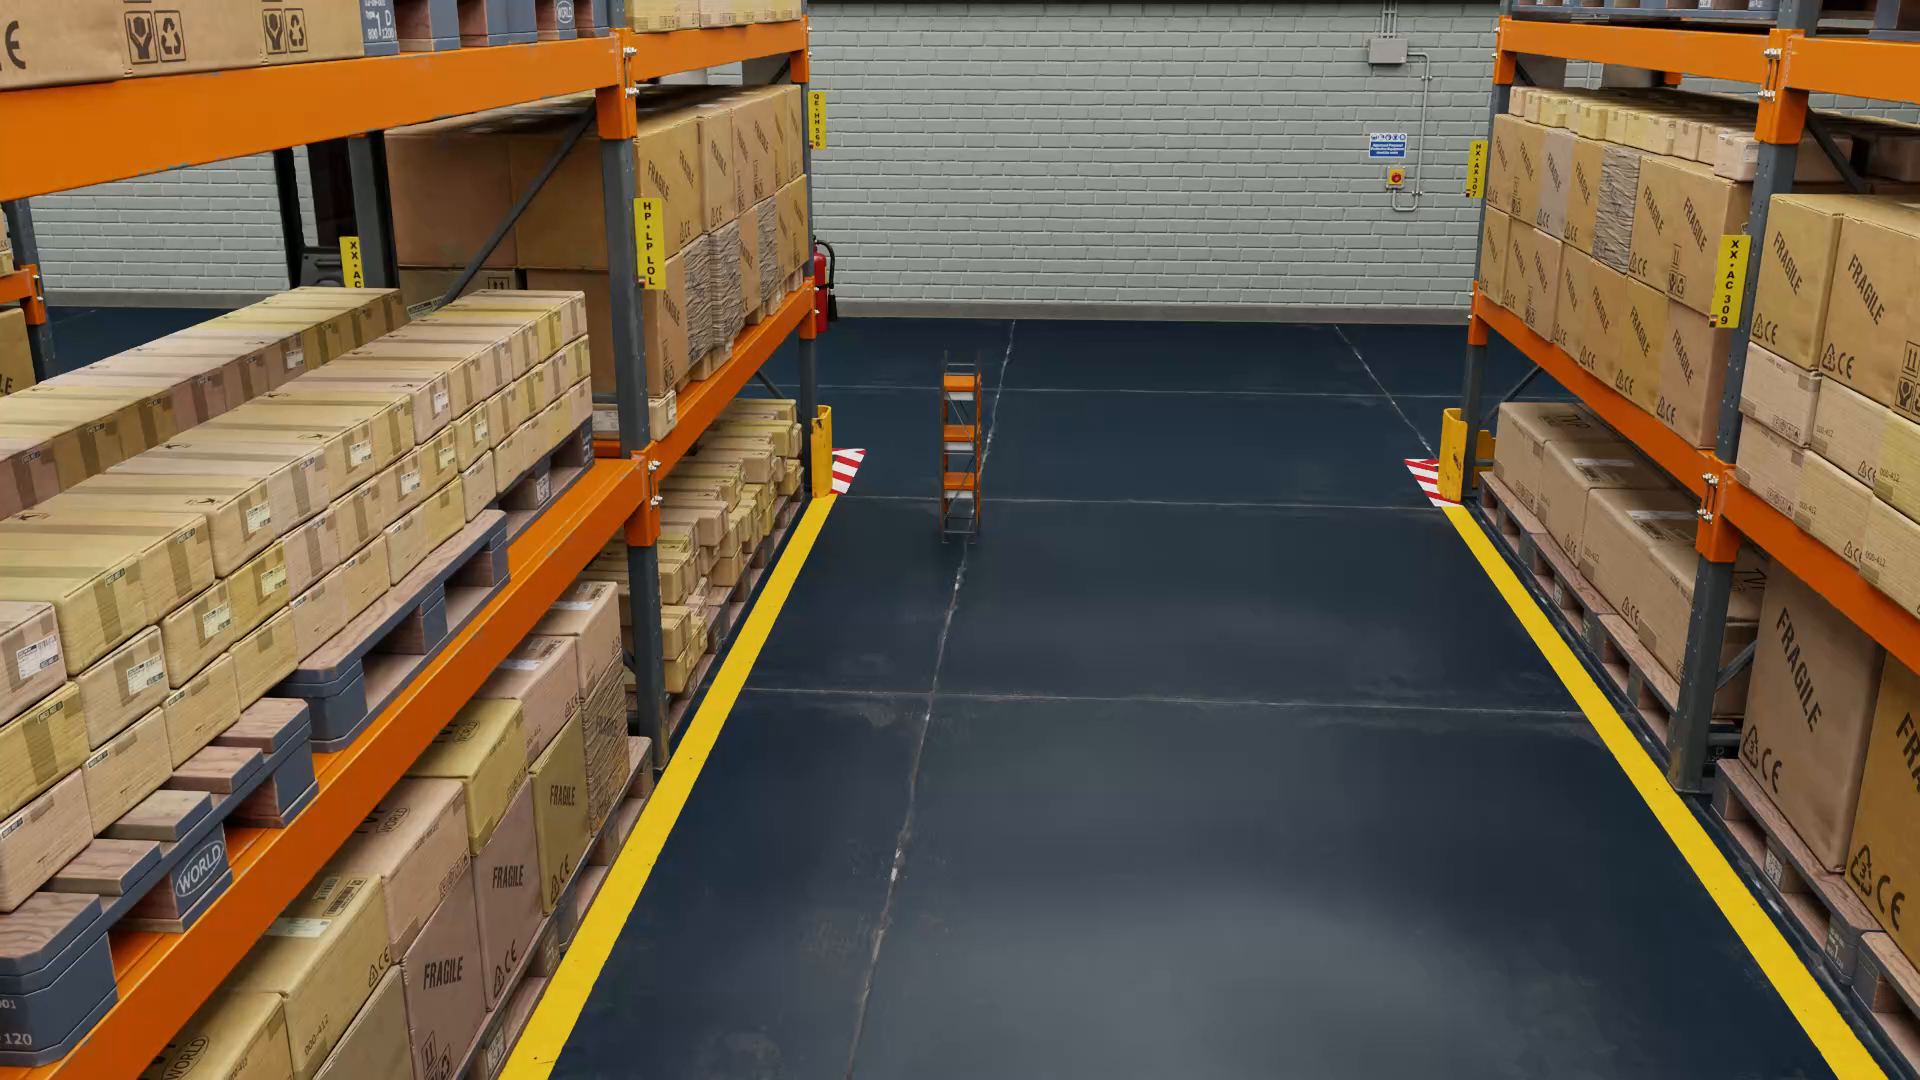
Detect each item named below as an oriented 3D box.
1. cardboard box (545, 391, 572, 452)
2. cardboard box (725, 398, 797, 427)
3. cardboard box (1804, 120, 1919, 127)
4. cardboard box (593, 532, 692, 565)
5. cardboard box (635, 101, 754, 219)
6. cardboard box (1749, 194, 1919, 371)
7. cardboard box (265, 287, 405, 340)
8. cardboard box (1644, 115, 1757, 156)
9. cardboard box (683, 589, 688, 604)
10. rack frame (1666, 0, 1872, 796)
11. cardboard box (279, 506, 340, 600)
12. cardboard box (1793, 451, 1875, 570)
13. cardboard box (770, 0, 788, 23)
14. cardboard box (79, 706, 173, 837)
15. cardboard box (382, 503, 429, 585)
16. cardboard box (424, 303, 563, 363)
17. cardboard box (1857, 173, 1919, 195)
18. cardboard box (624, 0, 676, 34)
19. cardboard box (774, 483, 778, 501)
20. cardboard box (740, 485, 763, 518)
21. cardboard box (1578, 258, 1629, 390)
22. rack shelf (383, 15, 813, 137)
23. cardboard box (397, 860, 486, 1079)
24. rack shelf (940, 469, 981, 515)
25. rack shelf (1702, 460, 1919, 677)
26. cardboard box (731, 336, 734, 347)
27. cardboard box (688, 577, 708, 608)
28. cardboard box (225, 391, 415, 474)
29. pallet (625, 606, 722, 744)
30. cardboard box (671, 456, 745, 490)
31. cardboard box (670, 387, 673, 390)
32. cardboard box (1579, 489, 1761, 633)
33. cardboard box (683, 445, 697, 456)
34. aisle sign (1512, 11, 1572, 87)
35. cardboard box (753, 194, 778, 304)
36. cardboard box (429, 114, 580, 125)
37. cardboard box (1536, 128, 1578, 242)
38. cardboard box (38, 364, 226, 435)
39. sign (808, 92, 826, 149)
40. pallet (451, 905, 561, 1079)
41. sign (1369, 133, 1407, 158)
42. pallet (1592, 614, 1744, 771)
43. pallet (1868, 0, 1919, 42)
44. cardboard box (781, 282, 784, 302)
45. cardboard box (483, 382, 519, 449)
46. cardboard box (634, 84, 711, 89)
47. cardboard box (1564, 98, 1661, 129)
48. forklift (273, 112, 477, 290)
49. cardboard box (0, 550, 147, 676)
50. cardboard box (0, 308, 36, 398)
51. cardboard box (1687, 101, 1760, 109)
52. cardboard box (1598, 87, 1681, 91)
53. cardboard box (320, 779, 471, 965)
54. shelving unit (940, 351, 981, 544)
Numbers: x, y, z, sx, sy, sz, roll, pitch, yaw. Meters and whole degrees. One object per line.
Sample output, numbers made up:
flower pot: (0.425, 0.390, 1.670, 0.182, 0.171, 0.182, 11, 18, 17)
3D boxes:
cardboard box: (-1.523, -0.402, 5.560, 0.380, 0.149, 0.250, 1, 18, 4)
cardboard box: (-1.172, -0.730, 9.781, 0.380, 0.149, 0.250, 1, 18, 5)
cardboard box: (3.610, -1.610, 6.711, 0.380, 0.149, 0.250, 1, 18, 4)
cardboard box: (-1.394, 0.076, 7.321, 0.380, 0.149, 0.250, 1, 18, 3)
cardboard box: (-1.271, -1.805, 7.870, 0.500, 0.500, 0.500, 1, 18, 2)
cardboard box: (2.953, -0.843, 5.413, 0.500, 0.500, 0.500, 1, 18, 5)
cardboard box: (-2.161, -0.781, 5.762, 0.380, 0.149, 0.250, 2, 18, 7)
cardboard box: (3.113, -1.699, 6.982, 0.380, 0.149, 0.250, 1, 18, 3)
cardboard box: (-1.418, 0.222, 7.356, 0.380, 0.149, 0.250, 1, 18, 4)
rack frame: (3.271, -0.451, 5.981, 1.000, 3.000, 0.127, 1, 18, 4)
cardboard box: (-1.656, 0.022, 3.789, 0.380, 0.149, 0.250, 1, 18, 4)
cardboard box: (2.940, -0.088, 5.115, 0.500, 0.250, 0.500, 1, 18, 3)
cardboard box: (-1.185, -2.820, 8.637, 0.500, 0.250, 0.500, 1, 18, 4)
cardboard box: (-1.708, 0.415, 3.070, 0.380, 0.149, 0.250, 2, 18, 7)
cardboard box: (-1.614, 0.005, 4.319, 0.380, 0.149, 0.250, 1, 18, 2)
cardboard box: (-1.526, -0.680, 5.455, 0.380, 0.149, 0.250, 1, 18, 2)
cardboard box: (3.547, -1.116, 6.245, 0.500, 0.500, 0.500, 1, 18, 4)
cardboard box: (-1.377, -2.022, 6.200, 0.500, 0.250, 0.500, 2, 18, 7)
cardboard box: (-1.239, -0.287, 9.384, 0.380, 0.149, 0.250, 1, 18, 4)
cardboard box: (-1.237, -0.186, 8.600, 0.380, 0.149, 0.250, 2, 18, 7)
cardboard box: (3.102, -0.964, 7.388, 0.500, 0.500, 0.500, 1, 18, 3)
rack shelf: (-1.530, -2.235, 7.763, 1.077, 0.370, 4.000, 1, 18, 4)
cardboard box: (-1.591, 1.171, 4.372, 0.500, 0.500, 0.500, 1, 18, 3)
rack shelf: (0.004, -0.241, 9.400, 0.215, 0.259, 0.240, 1, 18, 4)
rack shelf: (3.127, 0.512, 4.198, 1.077, 0.370, 4.000, 1, 18, 4)
cardboard box: (-1.308, -0.986, 8.017, 0.380, 0.149, 0.250, 2, 18, 6)
cardboard box: (-1.374, 0.279, 7.660, 0.380, 0.149, 0.250, 1, 18, 3)
cardboard box: (-1.620, -0.275, 4.219, 0.380, 0.149, 0.250, 1, 18, 3)
pallet: (-1.661, 0.586, 7.296, 1.003, 0.211, 1.213, 1, 18, 4)
cardboard box: (-1.314, -0.326, 8.551, 0.380, 0.149, 0.250, 1, 18, 2)
cardboard box: (-1.383, -0.573, 6.758, 0.380, 0.149, 0.250, 2, 18, 6)
cardboard box: (3.486, 0.097, 7.751, 0.875, 0.438, 0.875, 1, 18, 2)
cardboard box: (-1.686, -0.440, 9.373, 0.380, 0.149, 0.250, 2, 18, 5)
aisle sign: (3.274, -2.957, 9.456, 0.394, 0.787, 0.004, 1, 18, 4)
cardboard box: (-1.231, -1.498, 8.540, 0.500, 0.500, 0.500, 1, 18, 4)
cardboard box: (-1.878, -1.507, 6.959, 0.500, 0.500, 0.500, 1, 18, 2)
cardboard box: (3.180, -1.752, 8.187, 0.500, 0.500, 0.500, 1, 18, 3)
cardboard box: (-2.252, -0.379, 4.536, 0.380, 0.149, 0.250, 2, 18, 6)
sign: (-0.835, -2.454, 9.728, 0.100, 0.325, 0.005, 1, 18, 4)
pallet: (-1.813, 1.417, 4.759, 1.003, 0.211, 1.213, 1, 18, 4)
sign: (3.895, -3.593, 15.138, 0.327, 0.218, 0.001, 1, 18, 4)
pallet: (3.403, 0.640, 7.131, 1.003, 0.211, 1.213, 1, 18, 4)
pallet: (3.254, -1.499, 4.672, 0.805, 0.209, 1.217, 1, 18, 2)
cardboard box: (-1.187, -1.391, 9.253, 0.380, 0.149, 0.250, 1, 18, 3)
cardboard box: (-1.559, -0.379, 5.015, 0.380, 0.149, 0.250, 1, 18, 2)
cardboard box: (-1.684, -2.303, 9.389, 0.500, 0.500, 0.500, 1, 18, 4)
cardboard box: (3.208, -2.094, 8.188, 0.380, 0.149, 0.250, 1, 18, 4)
forklift: (-3.158, -1.364, 8.878, 1.130, 2.935, 3.031, 2, 18, 5)
cardboard box: (-1.717, 0.127, 2.992, 0.380, 0.149, 0.250, 1, 18, 2)
cardboard box: (-6.293, -0.904, 10.101, 0.875, 0.875, 0.875, 1, 18, 4)
cardboard box: (3.695, -2.010, 7.933, 0.380, 0.149, 0.250, 2, 18, 5)
cardboard box: (3.732, -2.408, 9.147, 0.380, 0.149, 0.250, 2, 18, 5)
cardboard box: (-1.585, 0.825, 4.224, 0.500, 0.250, 0.500, 1, 18, 4)
shelving unit: (0.004, -0.516, 9.310, 0.215, 1.050, 0.252, 1, 18, 4)
